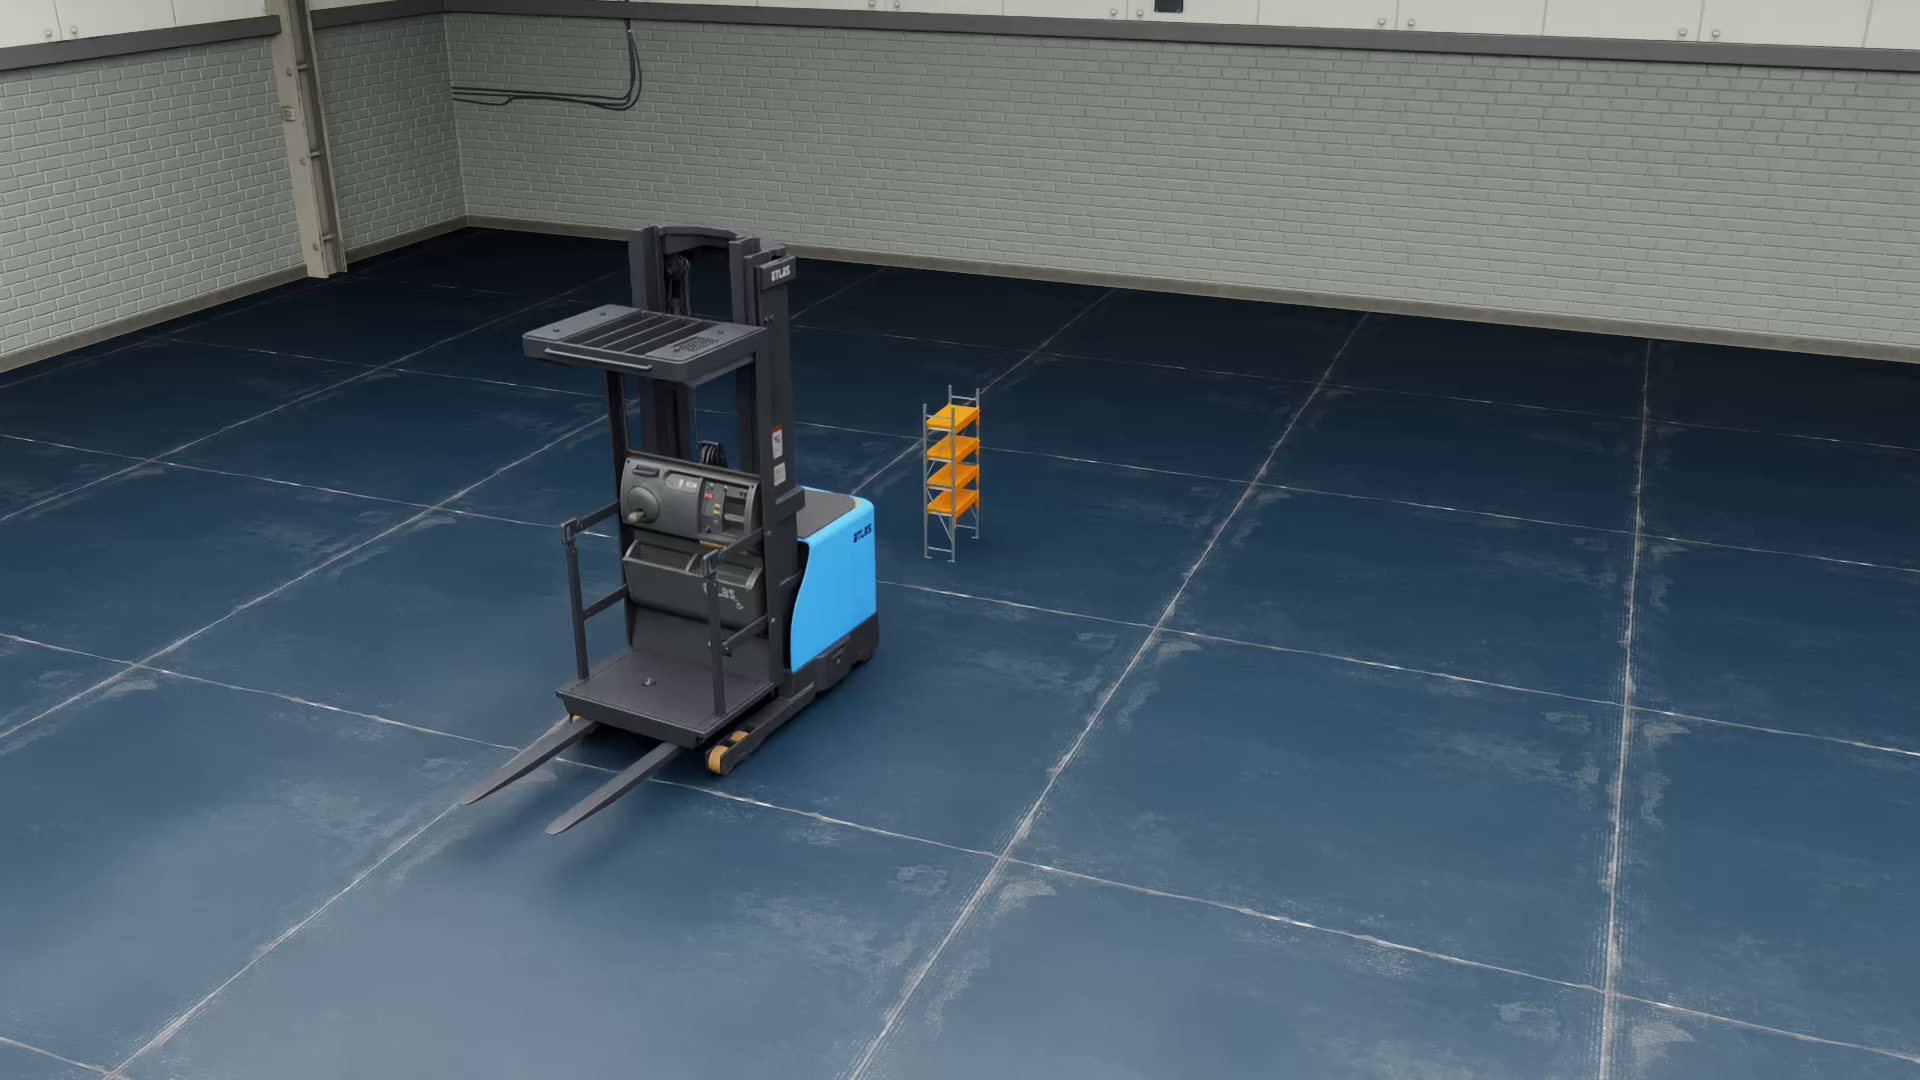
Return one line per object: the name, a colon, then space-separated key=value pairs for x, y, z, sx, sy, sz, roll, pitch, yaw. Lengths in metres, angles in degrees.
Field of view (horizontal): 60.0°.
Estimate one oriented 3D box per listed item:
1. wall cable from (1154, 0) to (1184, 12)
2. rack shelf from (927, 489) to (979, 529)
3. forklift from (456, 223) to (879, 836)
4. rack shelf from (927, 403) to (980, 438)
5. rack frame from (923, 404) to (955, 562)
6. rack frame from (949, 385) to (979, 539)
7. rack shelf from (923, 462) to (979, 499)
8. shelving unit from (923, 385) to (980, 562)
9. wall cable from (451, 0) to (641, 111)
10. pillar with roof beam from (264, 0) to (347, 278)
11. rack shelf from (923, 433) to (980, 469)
wall cable: x=3.257 y=-8.534 z=17.094 sx=2.305 sy=6.003 sz=0.169 roll=9 pitch=24 yaw=20
rack shelf: x=-0.061 y=-0.249 z=12.479 sx=0.258 sy=0.148 sz=0.480 roll=9 pitch=24 yaw=20
forklift: x=-1.671 y=-0.205 z=9.438 sx=1.130 sy=2.935 sz=3.031 roll=12 pitch=25 yaw=26
rack shelf: x=-0.061 y=-0.857 z=12.225 sx=0.258 sy=0.148 sz=0.480 roll=9 pitch=24 yaw=20
rack frame: x=-0.152 y=-0.407 z=12.168 sx=0.240 sy=1.200 sz=0.015 roll=9 pitch=24 yaw=20
rack frame: x=0.029 y=-0.582 z=12.586 sx=0.240 sy=1.200 sz=0.015 roll=9 pitch=24 yaw=20
rack shelf: x=-0.061 y=-0.432 z=12.403 sx=0.258 sy=0.148 sz=0.480 roll=9 pitch=24 yaw=20
shelving unit: x=-0.061 y=-0.494 z=12.377 sx=0.258 sy=1.200 sz=0.503 roll=9 pitch=24 yaw=20
wall cable: x=-5.551 y=-6.897 z=21.616 sx=3.097 sy=2.526 sz=0.112 roll=9 pitch=24 yaw=20
pillar with roof beam: x=-3.876 y=-6.849 z=17.471 sx=9.100 sy=9.000 sz=0.400 roll=9 pitch=24 yaw=20
rack shelf: x=-0.061 y=-0.639 z=12.317 sx=0.258 sy=0.148 sz=0.480 roll=9 pitch=24 yaw=20
